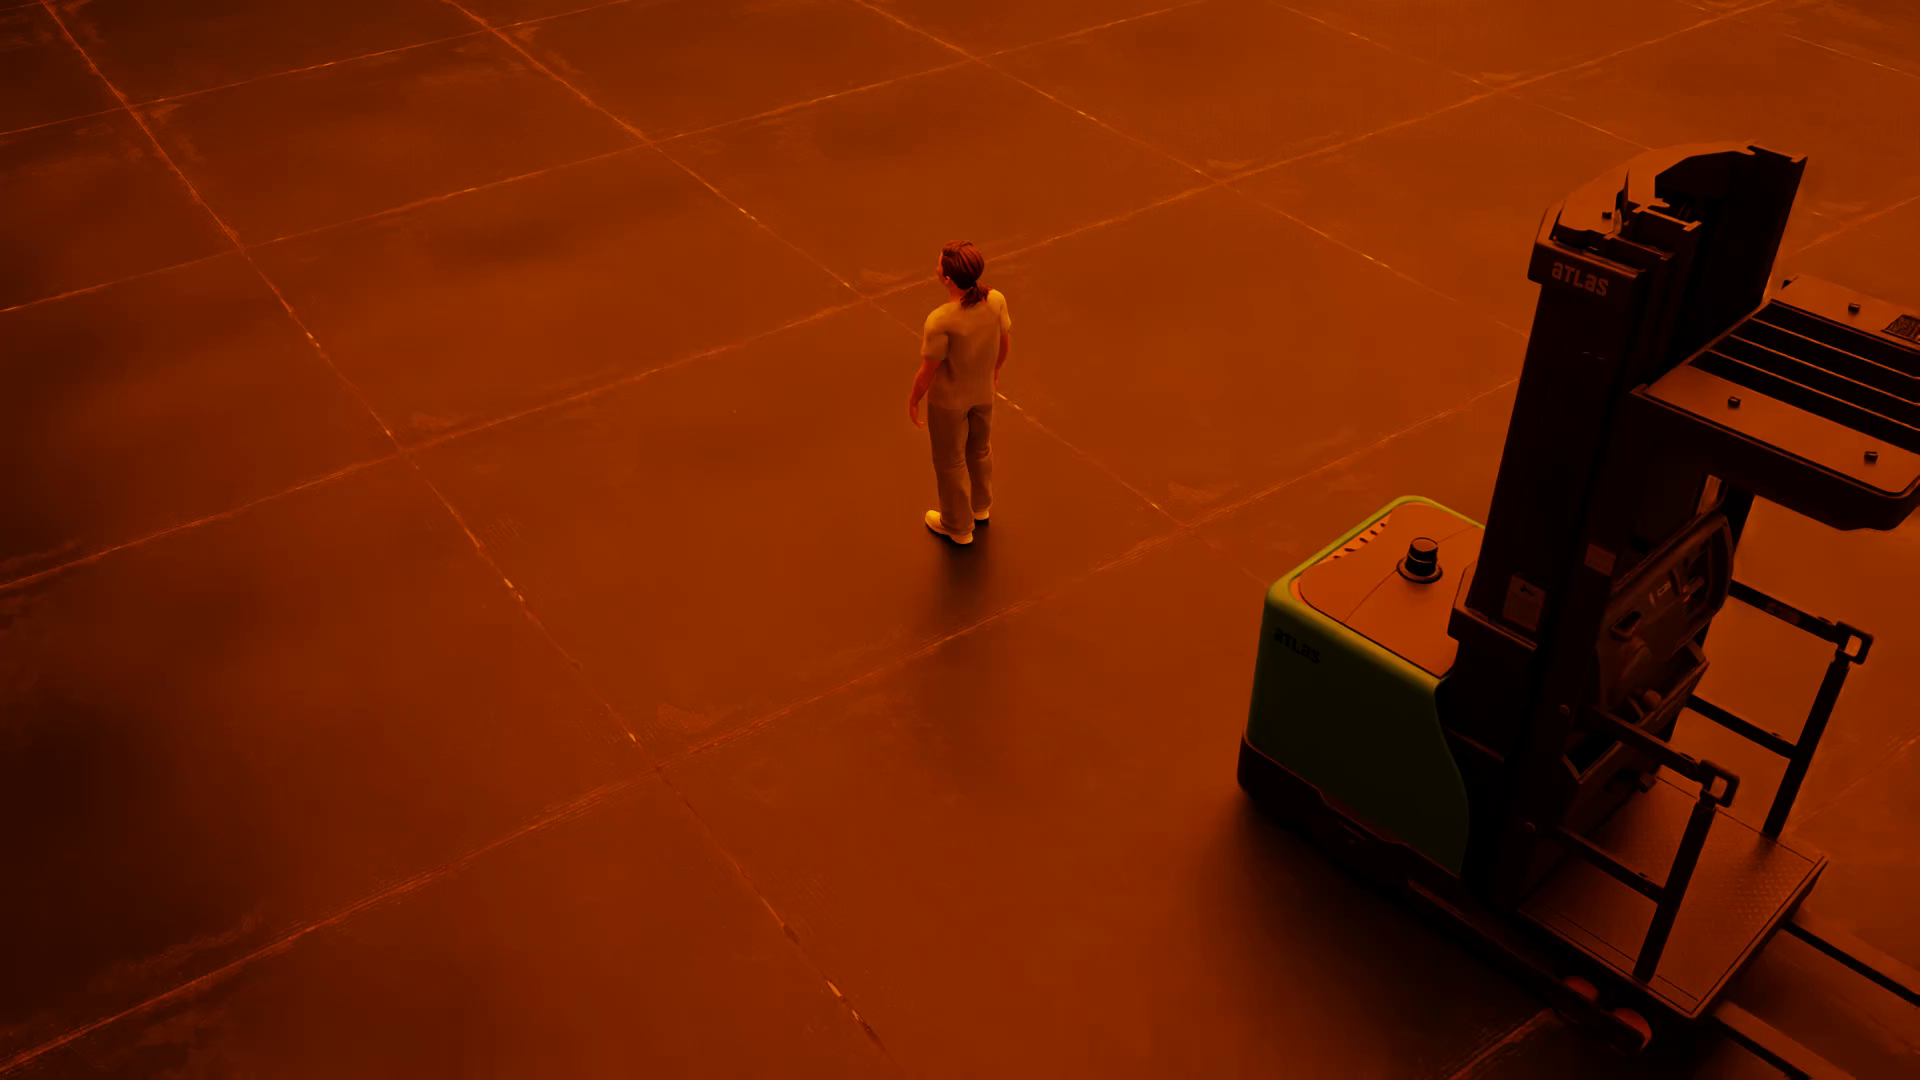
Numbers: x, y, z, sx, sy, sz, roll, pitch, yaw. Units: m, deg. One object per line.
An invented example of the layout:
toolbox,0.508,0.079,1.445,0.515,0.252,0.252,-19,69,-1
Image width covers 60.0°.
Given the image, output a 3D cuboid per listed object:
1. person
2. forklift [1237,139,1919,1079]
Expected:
person,-0.031,-0.720,7.962,0.549,1.675,0.549,-23,42,-28
forklift,2.537,0.306,5.530,1.130,2.935,3.031,-30,46,-34
